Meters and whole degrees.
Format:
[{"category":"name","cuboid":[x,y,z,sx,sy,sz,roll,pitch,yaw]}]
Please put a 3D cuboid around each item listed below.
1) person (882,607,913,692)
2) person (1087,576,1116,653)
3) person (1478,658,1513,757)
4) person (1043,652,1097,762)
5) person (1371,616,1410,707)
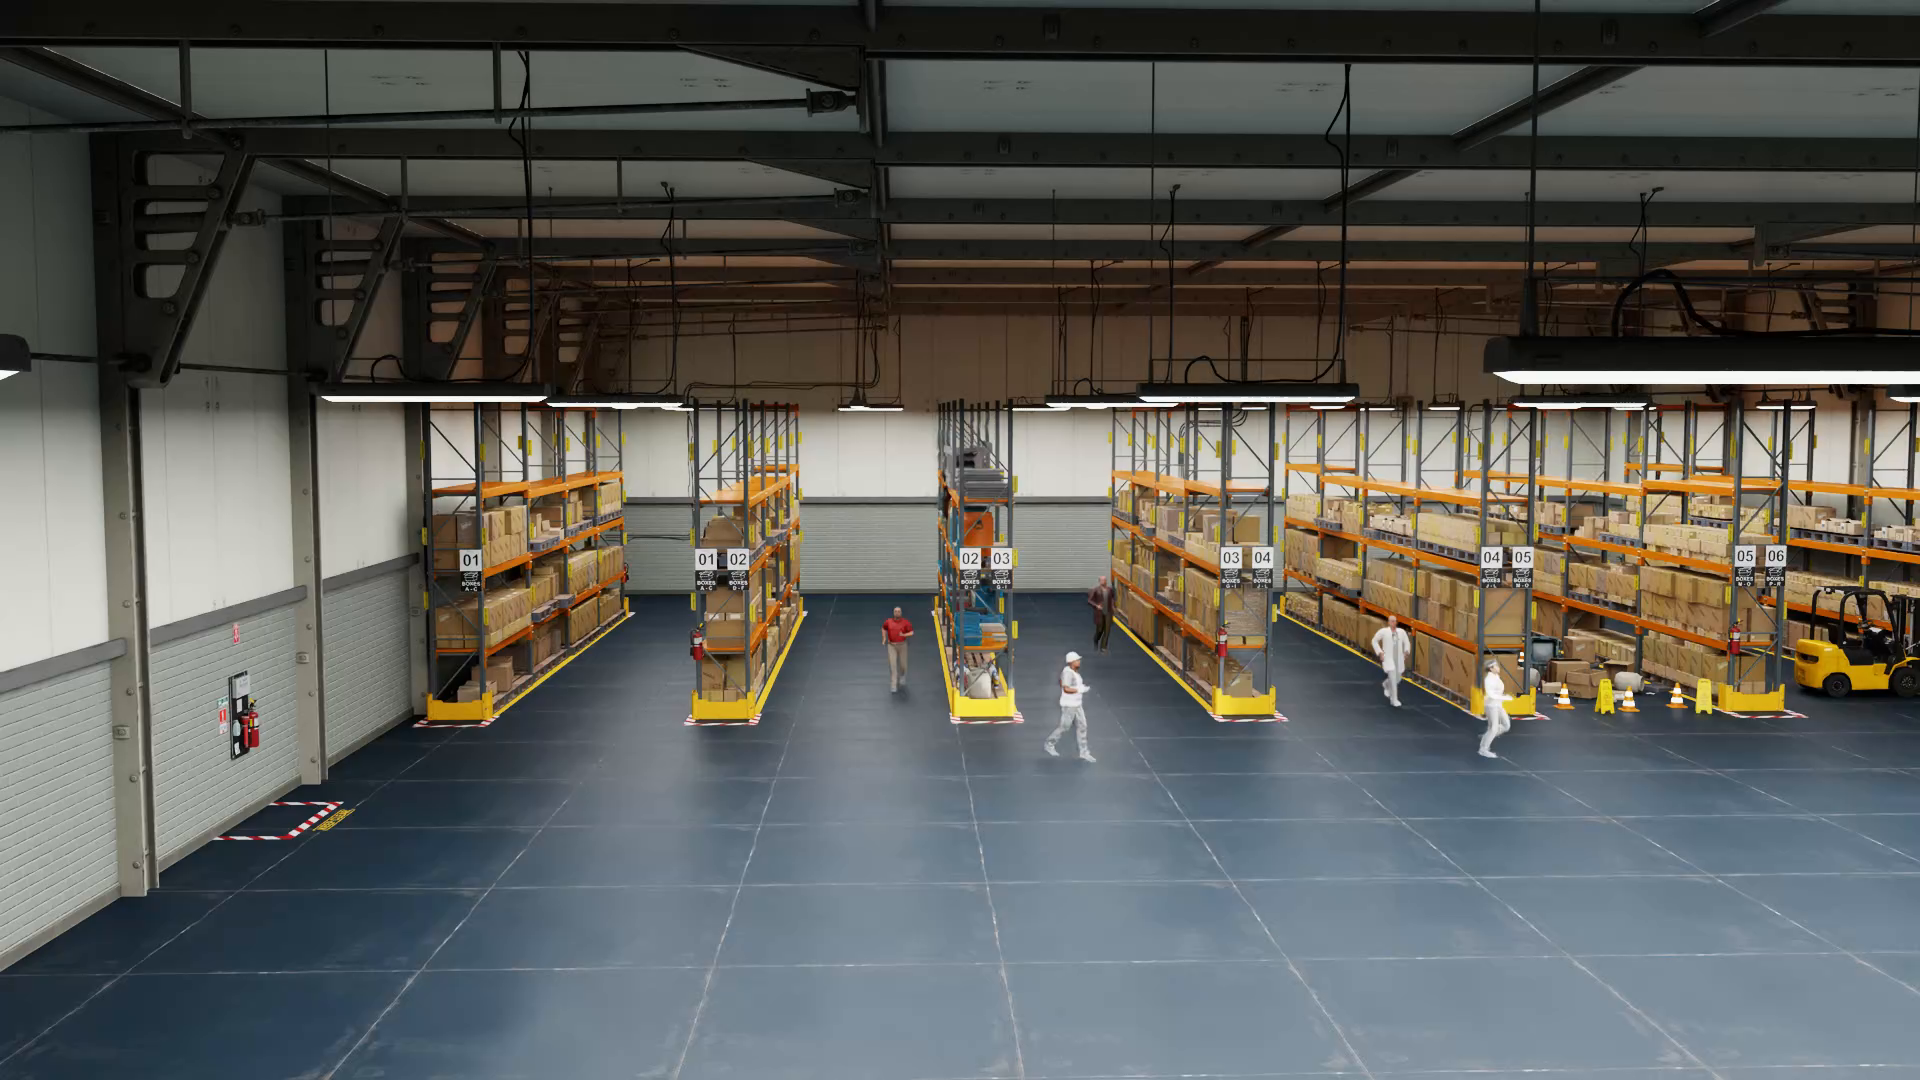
[{"category":"person","cuboid":[-1.296,2.232,34.416,0.668,1.702,0.943,0,4,-1]},{"category":"person","cuboid":[3.246,1.685,37.856,0.709,1.755,0.687,-1,5,-16]},{"category":"person","cuboid":[8.959,2.791,27.749,0.558,1.671,0.626,3,5,32]},{"category":"person","cuboid":[1.800,2.748,27.366,0.909,1.814,0.657,2,5,20]},{"category":"person","cuboid":[8.490,2.398,32.746,0.743,1.662,0.934,-1,4,-9]}]
